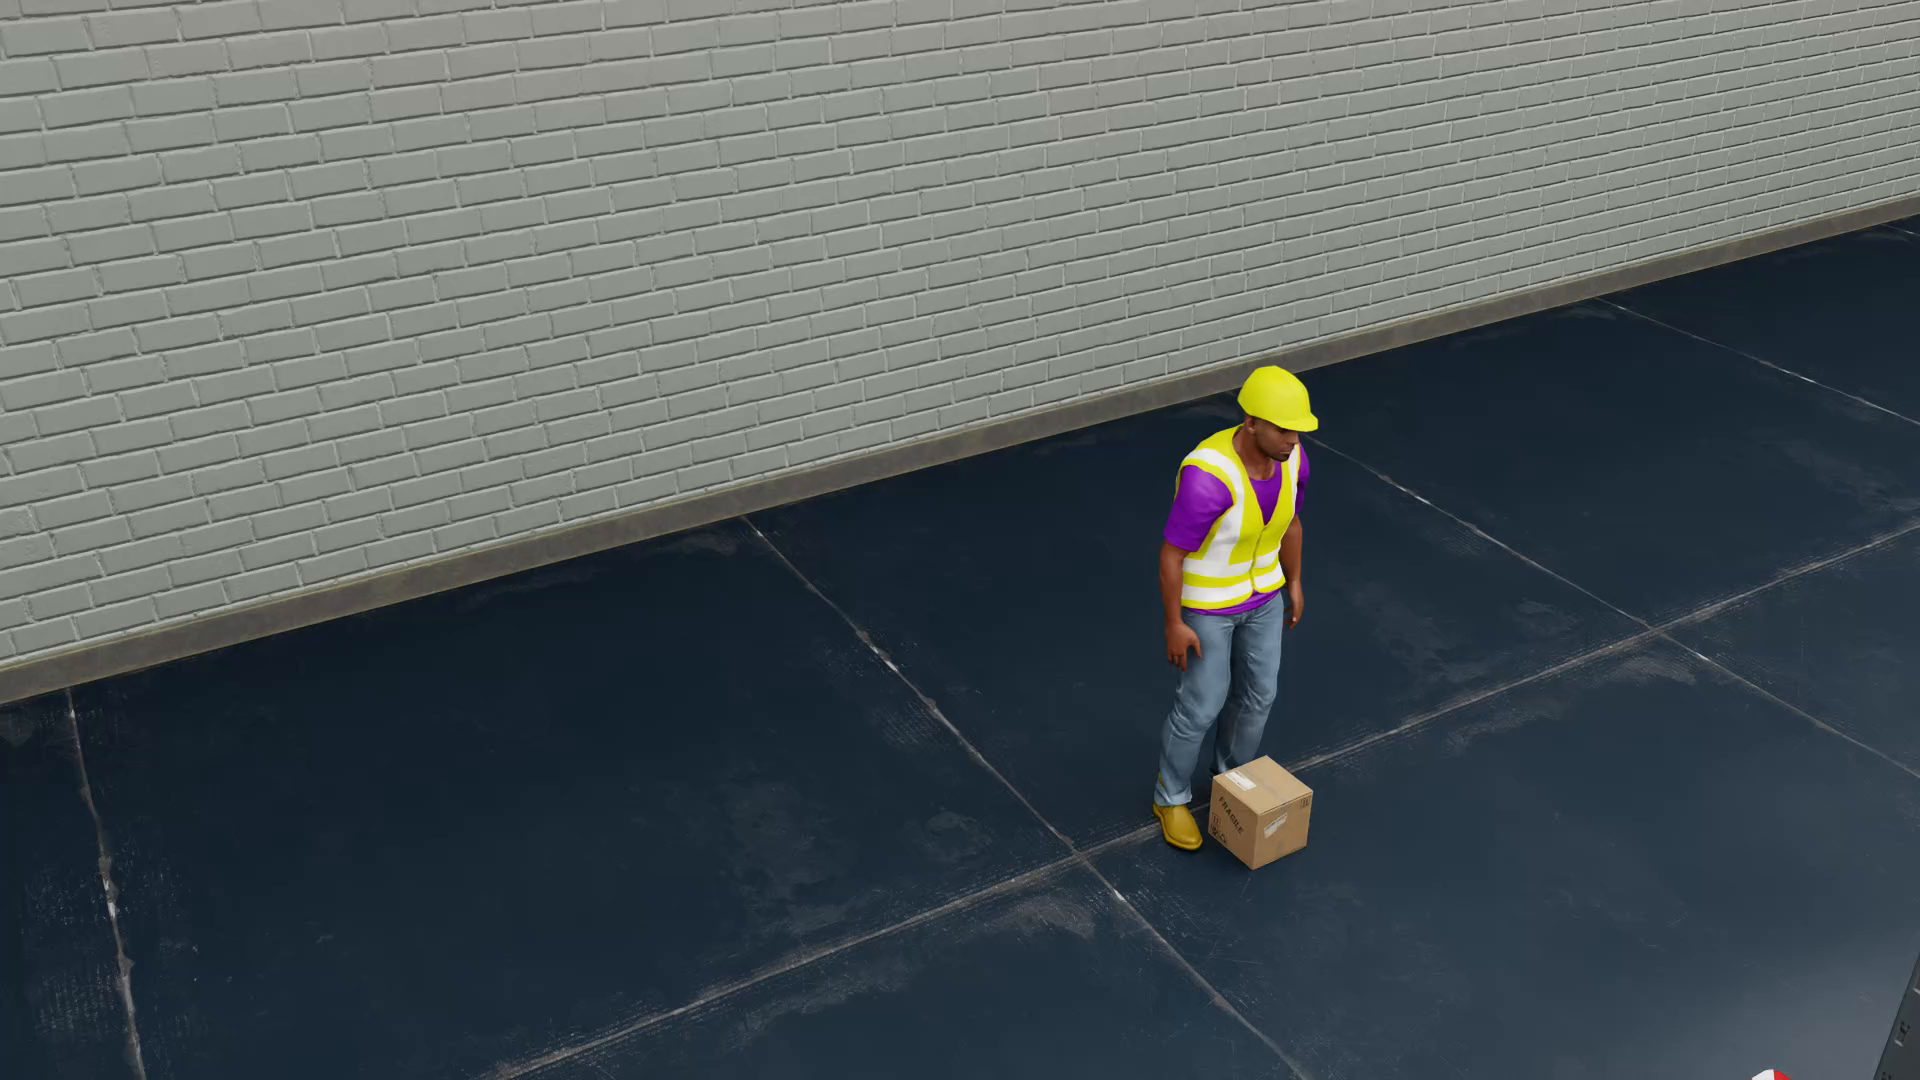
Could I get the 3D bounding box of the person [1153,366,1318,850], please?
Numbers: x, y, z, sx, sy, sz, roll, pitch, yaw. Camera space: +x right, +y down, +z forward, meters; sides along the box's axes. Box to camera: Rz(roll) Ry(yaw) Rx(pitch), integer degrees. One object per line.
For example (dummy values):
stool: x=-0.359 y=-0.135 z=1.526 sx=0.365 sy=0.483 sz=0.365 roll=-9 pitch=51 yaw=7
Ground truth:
person: x=0.948 y=0.215 z=5.721 sx=0.630 sy=1.755 sz=0.461 roll=-18 pitch=34 yaw=-29
